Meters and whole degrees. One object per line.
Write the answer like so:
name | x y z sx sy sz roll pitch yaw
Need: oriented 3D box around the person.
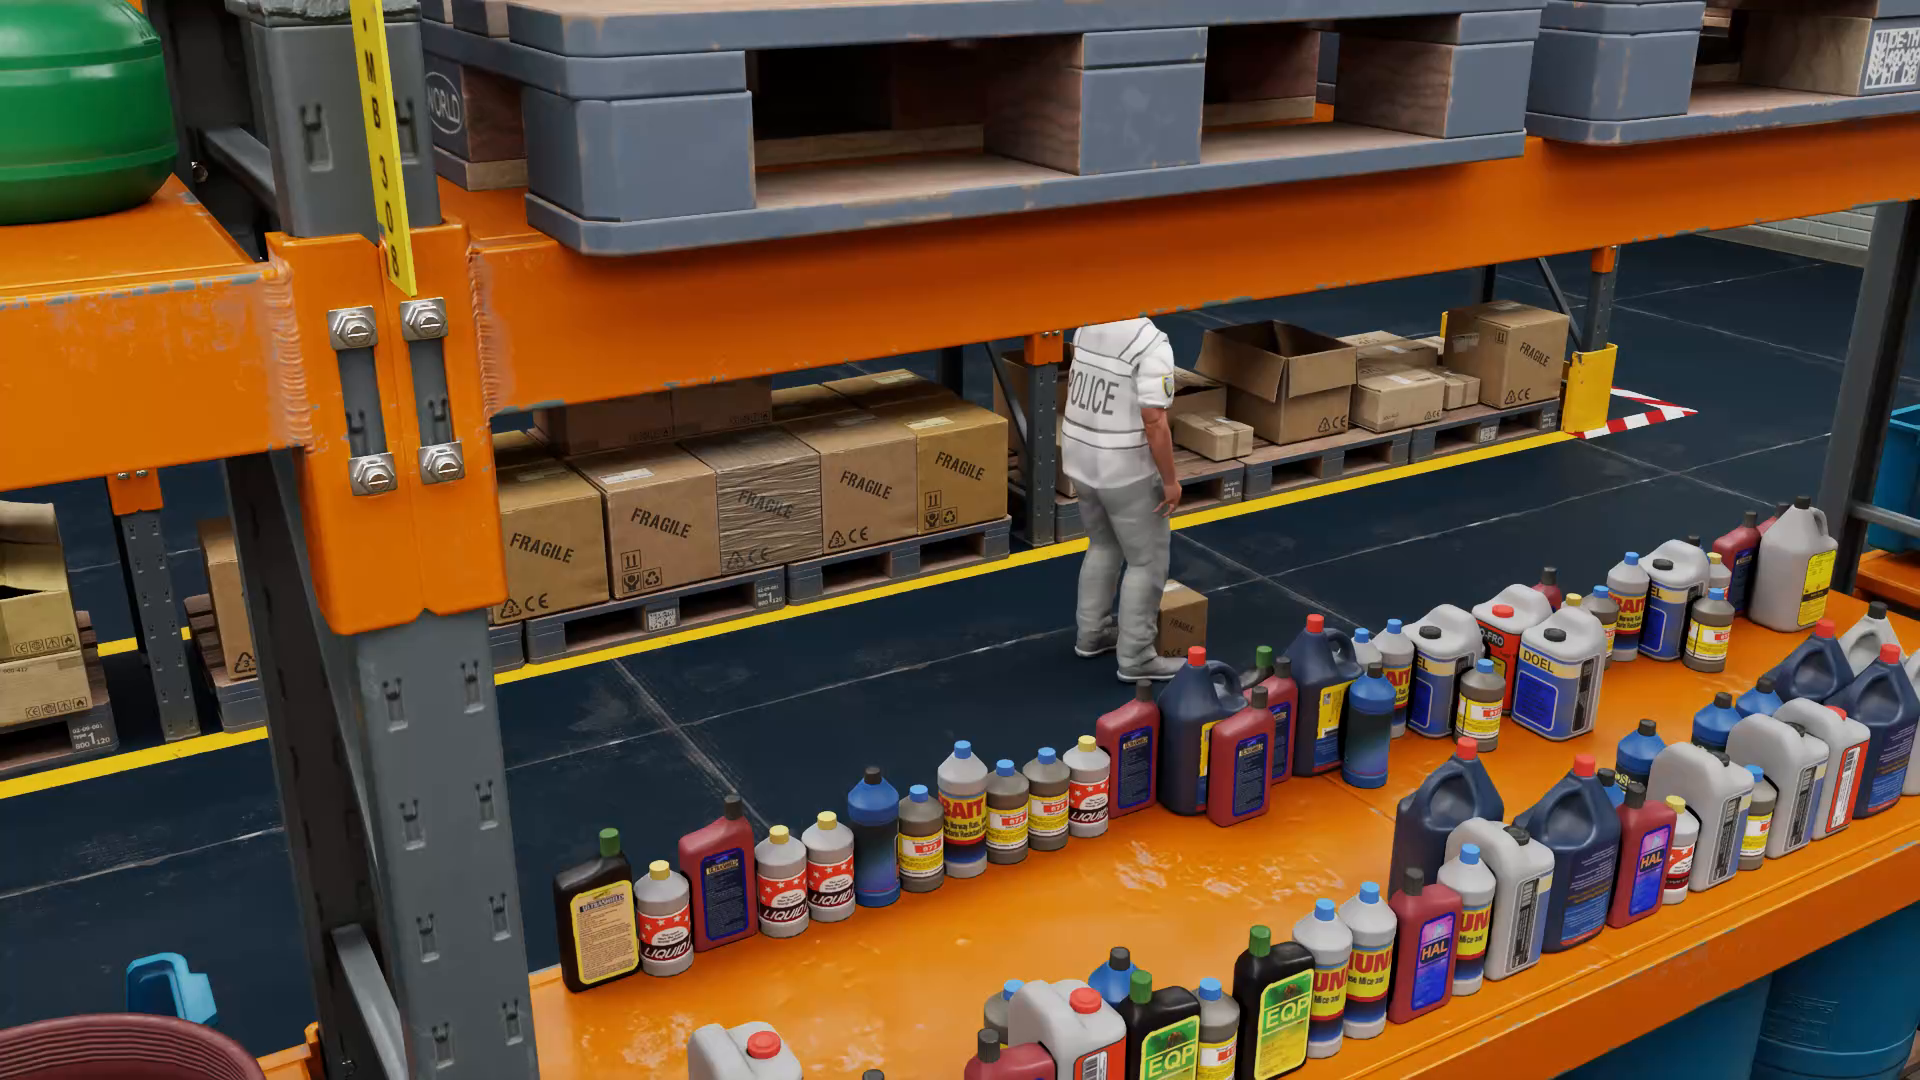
person | 0.659 -0.295 6.820 0.435 1.748 0.606 -14 26 -31
